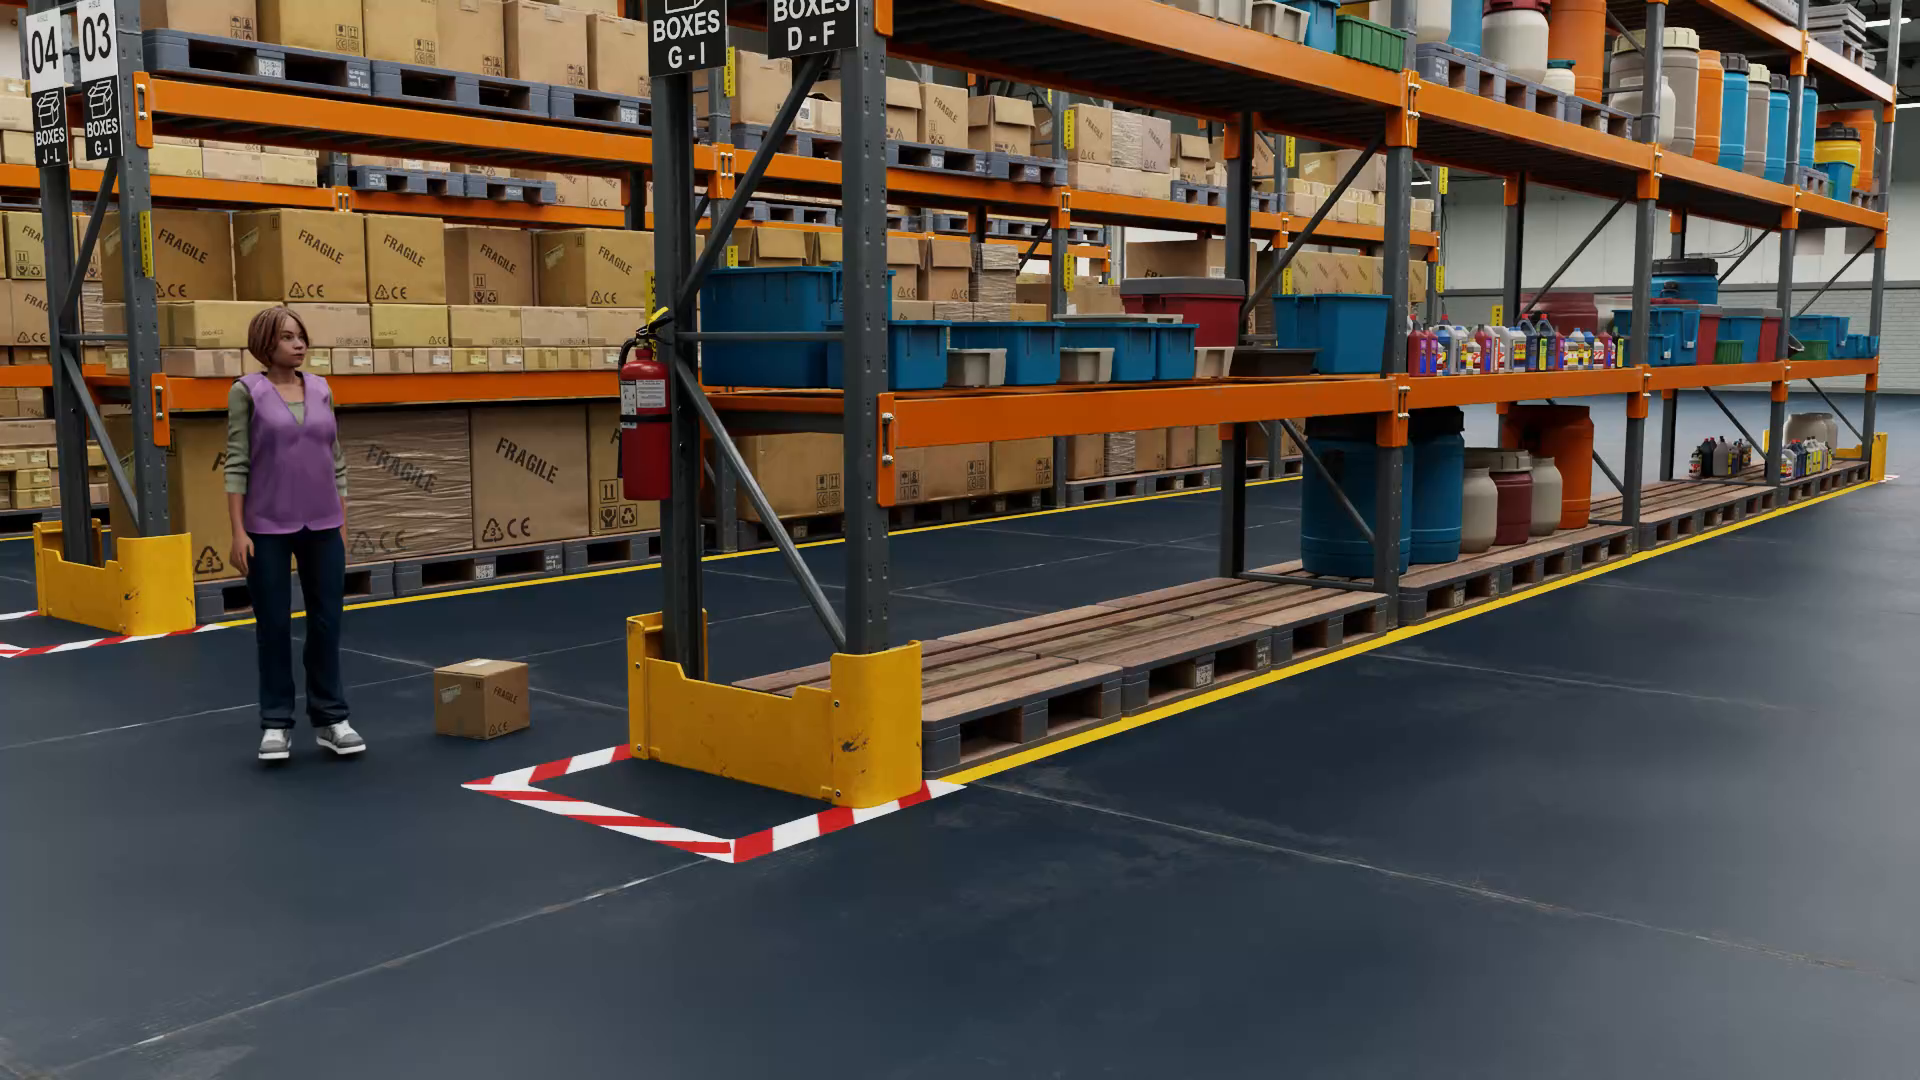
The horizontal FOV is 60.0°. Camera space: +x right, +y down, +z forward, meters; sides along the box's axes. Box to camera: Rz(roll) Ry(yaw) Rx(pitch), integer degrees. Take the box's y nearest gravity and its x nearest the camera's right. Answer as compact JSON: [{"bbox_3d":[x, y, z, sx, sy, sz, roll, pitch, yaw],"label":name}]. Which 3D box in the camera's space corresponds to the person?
[{"bbox_3d":[-2.365,-0.024,5.891,0.443,1.603,0.342,-6,9,-43],"label":"person"}]
